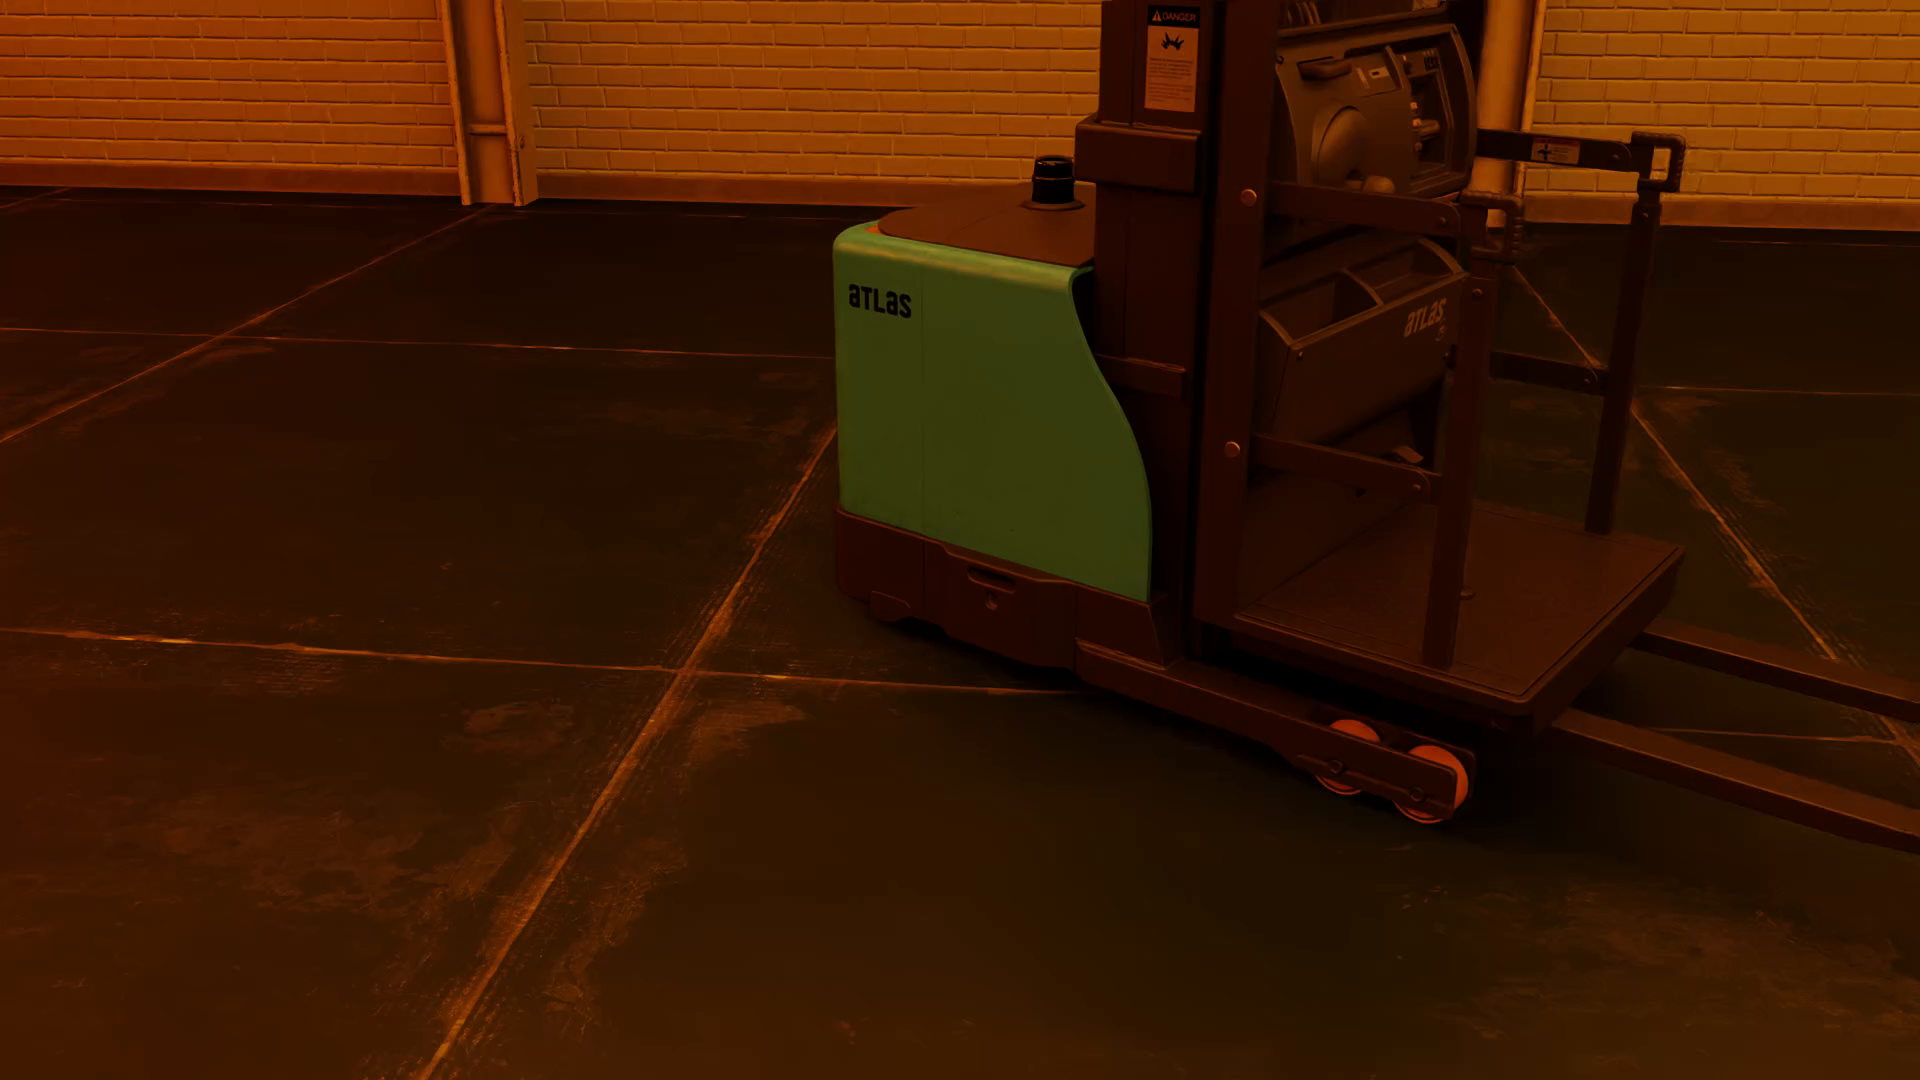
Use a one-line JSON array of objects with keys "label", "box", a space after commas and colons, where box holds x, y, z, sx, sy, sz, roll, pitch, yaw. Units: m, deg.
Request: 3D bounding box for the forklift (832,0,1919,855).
[{"label": "forklift", "box": [1.118, -0.964, 3.646, 3.031, 2.935, 1.130, 17, 27, 35]}]
